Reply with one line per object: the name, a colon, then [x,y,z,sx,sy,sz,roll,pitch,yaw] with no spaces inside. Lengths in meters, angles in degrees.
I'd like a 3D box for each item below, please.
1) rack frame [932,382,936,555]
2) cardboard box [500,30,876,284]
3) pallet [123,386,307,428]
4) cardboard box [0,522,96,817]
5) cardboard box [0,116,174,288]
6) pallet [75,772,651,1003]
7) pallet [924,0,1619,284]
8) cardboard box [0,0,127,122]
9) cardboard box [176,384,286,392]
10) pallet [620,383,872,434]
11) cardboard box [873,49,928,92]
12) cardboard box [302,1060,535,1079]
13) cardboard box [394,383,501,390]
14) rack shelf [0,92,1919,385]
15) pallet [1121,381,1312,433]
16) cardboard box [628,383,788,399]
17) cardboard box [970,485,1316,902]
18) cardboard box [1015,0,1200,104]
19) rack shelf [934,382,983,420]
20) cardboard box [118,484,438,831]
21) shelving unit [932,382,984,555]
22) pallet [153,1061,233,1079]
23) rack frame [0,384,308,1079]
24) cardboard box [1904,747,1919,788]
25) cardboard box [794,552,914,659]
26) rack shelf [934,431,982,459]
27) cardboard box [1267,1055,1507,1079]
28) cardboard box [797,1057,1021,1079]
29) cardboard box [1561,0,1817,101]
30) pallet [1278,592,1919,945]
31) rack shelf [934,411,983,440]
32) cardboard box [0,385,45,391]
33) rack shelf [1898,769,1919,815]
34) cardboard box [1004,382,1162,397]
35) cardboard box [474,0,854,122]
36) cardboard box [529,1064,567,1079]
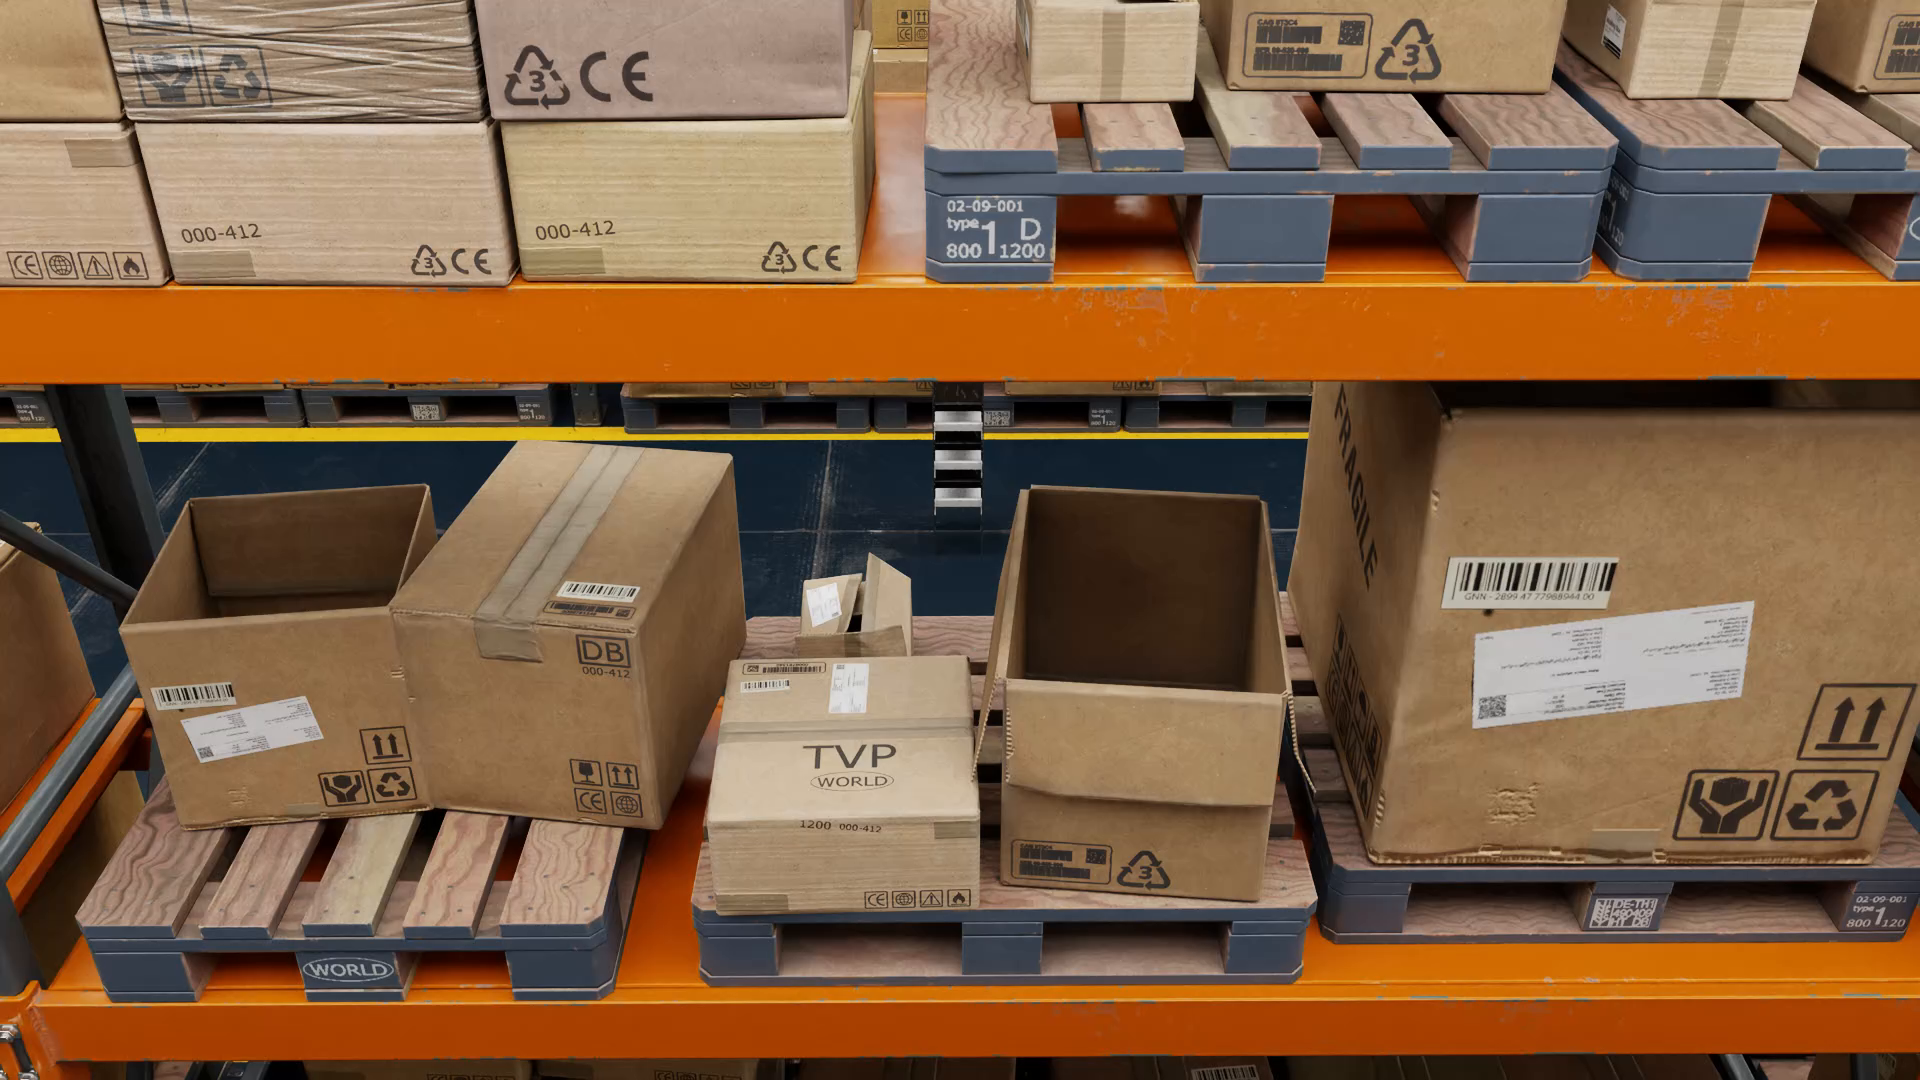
rack frame: [-0.110,-0.384,7.016,0.006,0.900,0.240,0,31,0]
cardboard box: [-0.400,-0.617,2.628,0.500,0.250,0.500,0,31,1]
pallet: [-3.826,-0.898,8.527,1.213,0.211,1.003,0,31,0]
cardboard box: [-2.386,0.296,3.774,0.500,0.500,0.500,1,31,1]
cardboard box: [-1.427,-0.609,2.615,0.500,0.250,0.500,0,31,1]
pallet: [-1.187,0.503,3.714,1.003,0.211,1.213,0,31,0]
pallet: [0.446,-0.785,2.941,1.003,0.211,1.213,0,31,0]
cardboard box: [-1.427,-0.928,2.418,0.500,0.500,0.500,0,31,0]
cardboard box: [-3.532,-1.058,8.107,0.500,0.500,0.500,-2,31,-3]
pallet: [-1.039,-0.866,8.474,1.213,0.211,1.003,0,31,0]
cardboard box: [-0.364,-2.003,7.563,0.500,0.500,0.500,0,31,0]
cardboard box: [-1.229,1.021,3.939,0.500,0.250,0.500,1,31,2]
cardboard box: [-2.484,-1.068,8.123,0.500,0.500,0.500,0,31,-1]
rack shelf: [0.101,-0.503,2.988,4.000,0.370,1.077,0,31,0]
pallet: [1.401,-0.873,8.486,1.213,0.211,1.003,0,31,0]
cardboard box: [-1.218,-1.268,8.211,0.750,0.750,1.050,-1,31,-1]
cardboard box: [0.368,0.296,3.367,0.637,0.503,0.797,3,31,5]
cardboard box: [0.227,-0.838,2.669,0.250,0.166,0.380,-1,31,-2]
rack shelf: [-0.008,-0.587,6.894,0.200,0.077,0.258,0,31,0]
cardboard box: [-1.359,0.234,3.472,0.500,0.500,0.500,-4,31,-6]
shelving unit: [-0.008,-0.385,7.017,0.210,0.900,0.258,0,31,0]
pallet: [-2.688,1.634,4.353,1.213,0.211,1.003,0,31,0]
rack frame: [-1.899,0.478,3.570,0.127,3.000,1.000,0,31,0]
cardboard box: [2.314,0.420,3.908,0.250,0.149,0.380,0,31,0]
cardboard box: [-0.233,0.211,3.735,0.258,0.266,0.396,-1,31,-2]
rack shelf: [-0.008,-0.433,6.987,0.200,0.077,0.258,0,31,0]
cardboard box: [1.010,1.329,4.153,0.500,0.500,0.700,0,31,-1]
cardboard box: [-0.107,1.333,4.147,0.500,0.500,0.700,2,31,4]
cardboard box: [1.162,-0.884,2.648,0.258,0.266,0.396,1,31,1]
pallet: [1.336,0.475,3.760,1.213,0.211,1.003,0,31,0]
rack shelf: [-0.008,-0.510,6.940,0.200,0.077,0.258,0,31,0]
cardboard box: [-4.558,-1.060,8.111,0.500,0.500,0.500,1,31,2]
rack shelf: [4.101,0.767,3.787,4.000,0.370,1.077,0,31,0]
cardboard box: [0.587,-1.275,8.224,0.750,0.750,1.050,0,31,0]
cardboard box: [-0.417,-0.933,2.427,0.500,0.500,0.500,-1,31,-2]
cardboard box: [-1.229,1.347,4.124,0.500,0.500,0.700,-2,31,-3]
